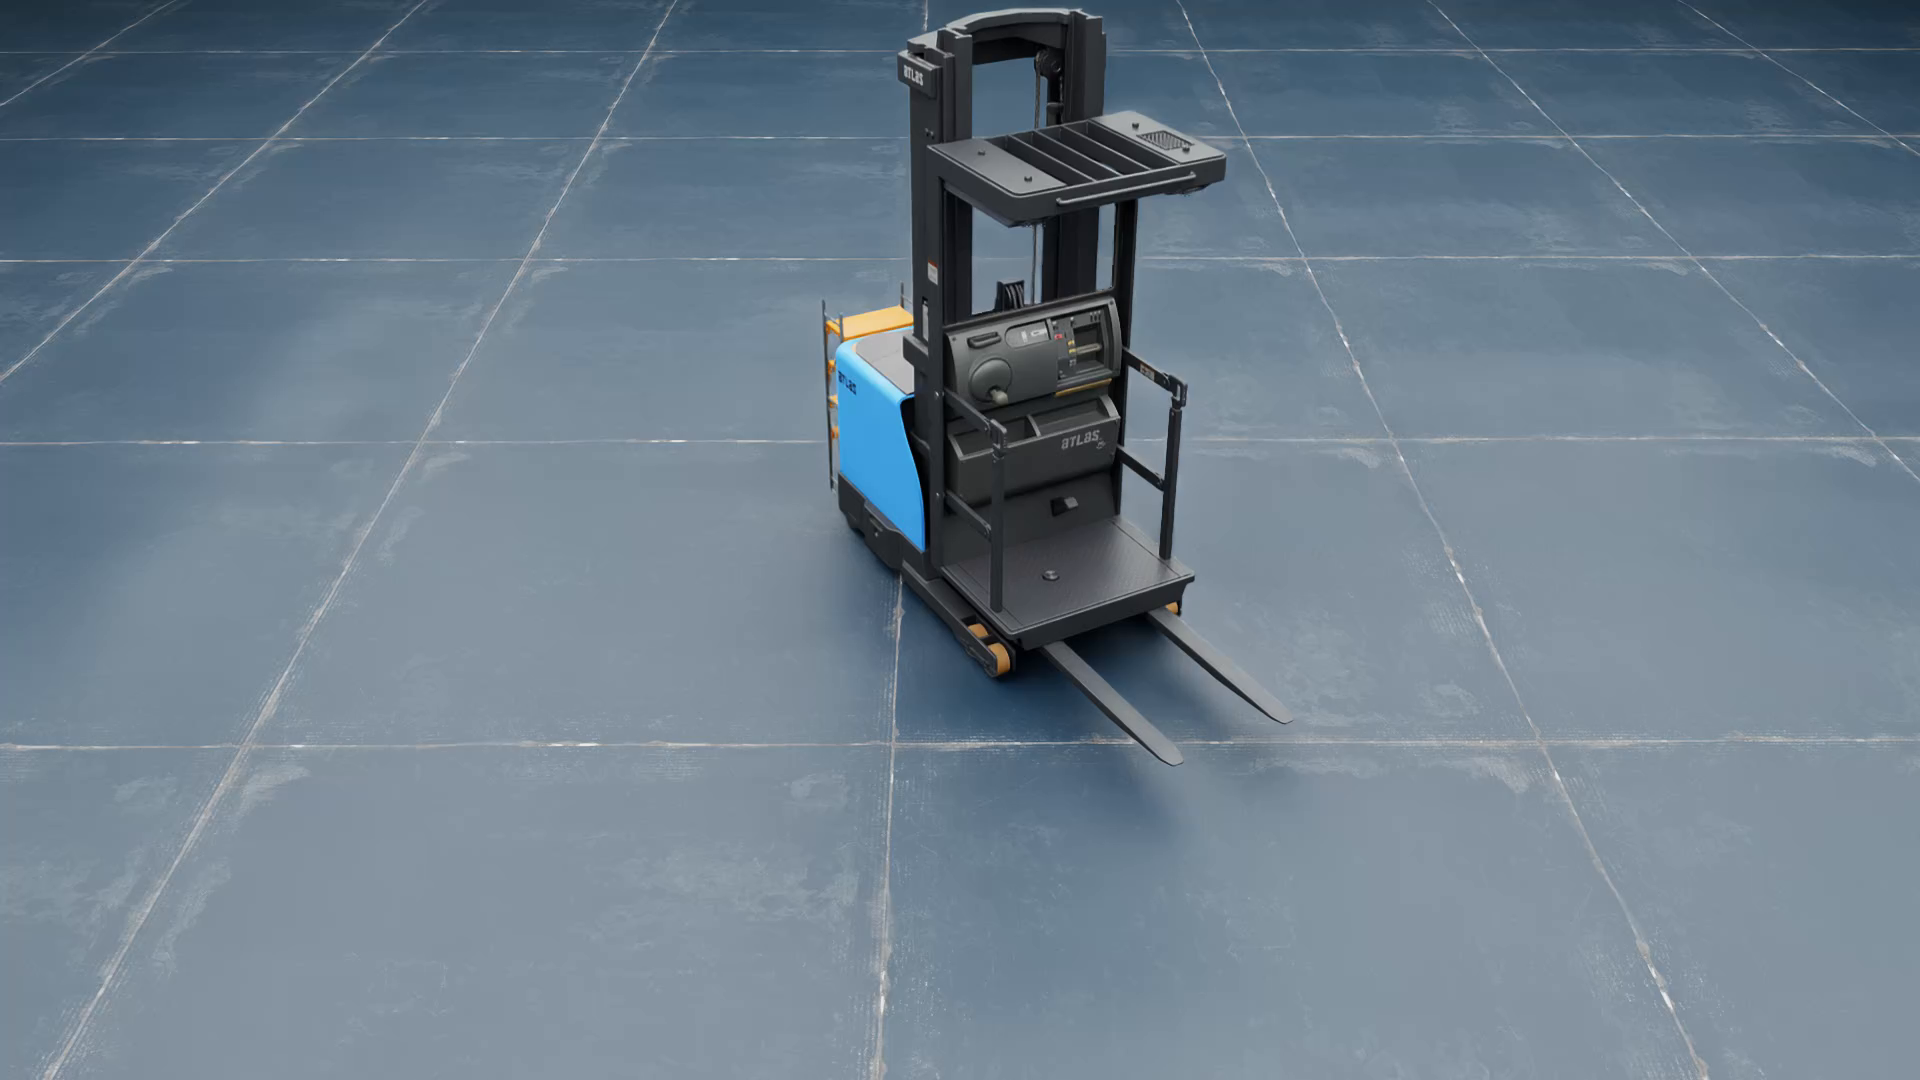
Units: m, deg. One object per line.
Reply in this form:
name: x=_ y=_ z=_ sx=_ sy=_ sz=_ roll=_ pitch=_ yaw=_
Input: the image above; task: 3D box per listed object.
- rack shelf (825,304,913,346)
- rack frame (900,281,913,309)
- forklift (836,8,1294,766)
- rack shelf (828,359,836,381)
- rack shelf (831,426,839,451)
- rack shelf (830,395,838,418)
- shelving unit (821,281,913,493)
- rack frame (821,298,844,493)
rack shelf: x=-0.484 y=-1.156 z=9.242 sx=0.480 sy=0.148 sz=0.258 roll=-17 pitch=35 yaw=-25
rack frame: x=-0.272 y=-0.883 z=9.549 sx=0.015 sy=1.200 sz=0.240 roll=-17 pitch=35 yaw=-25
forklift: x=0.475 y=-0.853 z=7.830 sx=1.130 sy=2.935 sz=3.031 roll=-16 pitch=35 yaw=-25
rack shelf: x=-0.484 y=-0.954 z=9.364 sx=0.480 sy=0.148 sz=0.258 roll=-17 pitch=35 yaw=-25
rack shelf: x=-0.484 y=-0.593 z=9.583 sx=0.480 sy=0.148 sz=0.258 roll=-17 pitch=35 yaw=-25
rack shelf: x=-0.484 y=-0.763 z=9.480 sx=0.480 sy=0.148 sz=0.258 roll=-17 pitch=35 yaw=-25
shelving unit: x=-0.484 y=-0.820 z=9.445 sx=0.503 sy=1.200 sz=0.258 roll=-17 pitch=35 yaw=-25
rack frame: x=-0.696 y=-0.757 z=9.342 sx=0.015 sy=1.200 sz=0.240 roll=-17 pitch=35 yaw=-25
